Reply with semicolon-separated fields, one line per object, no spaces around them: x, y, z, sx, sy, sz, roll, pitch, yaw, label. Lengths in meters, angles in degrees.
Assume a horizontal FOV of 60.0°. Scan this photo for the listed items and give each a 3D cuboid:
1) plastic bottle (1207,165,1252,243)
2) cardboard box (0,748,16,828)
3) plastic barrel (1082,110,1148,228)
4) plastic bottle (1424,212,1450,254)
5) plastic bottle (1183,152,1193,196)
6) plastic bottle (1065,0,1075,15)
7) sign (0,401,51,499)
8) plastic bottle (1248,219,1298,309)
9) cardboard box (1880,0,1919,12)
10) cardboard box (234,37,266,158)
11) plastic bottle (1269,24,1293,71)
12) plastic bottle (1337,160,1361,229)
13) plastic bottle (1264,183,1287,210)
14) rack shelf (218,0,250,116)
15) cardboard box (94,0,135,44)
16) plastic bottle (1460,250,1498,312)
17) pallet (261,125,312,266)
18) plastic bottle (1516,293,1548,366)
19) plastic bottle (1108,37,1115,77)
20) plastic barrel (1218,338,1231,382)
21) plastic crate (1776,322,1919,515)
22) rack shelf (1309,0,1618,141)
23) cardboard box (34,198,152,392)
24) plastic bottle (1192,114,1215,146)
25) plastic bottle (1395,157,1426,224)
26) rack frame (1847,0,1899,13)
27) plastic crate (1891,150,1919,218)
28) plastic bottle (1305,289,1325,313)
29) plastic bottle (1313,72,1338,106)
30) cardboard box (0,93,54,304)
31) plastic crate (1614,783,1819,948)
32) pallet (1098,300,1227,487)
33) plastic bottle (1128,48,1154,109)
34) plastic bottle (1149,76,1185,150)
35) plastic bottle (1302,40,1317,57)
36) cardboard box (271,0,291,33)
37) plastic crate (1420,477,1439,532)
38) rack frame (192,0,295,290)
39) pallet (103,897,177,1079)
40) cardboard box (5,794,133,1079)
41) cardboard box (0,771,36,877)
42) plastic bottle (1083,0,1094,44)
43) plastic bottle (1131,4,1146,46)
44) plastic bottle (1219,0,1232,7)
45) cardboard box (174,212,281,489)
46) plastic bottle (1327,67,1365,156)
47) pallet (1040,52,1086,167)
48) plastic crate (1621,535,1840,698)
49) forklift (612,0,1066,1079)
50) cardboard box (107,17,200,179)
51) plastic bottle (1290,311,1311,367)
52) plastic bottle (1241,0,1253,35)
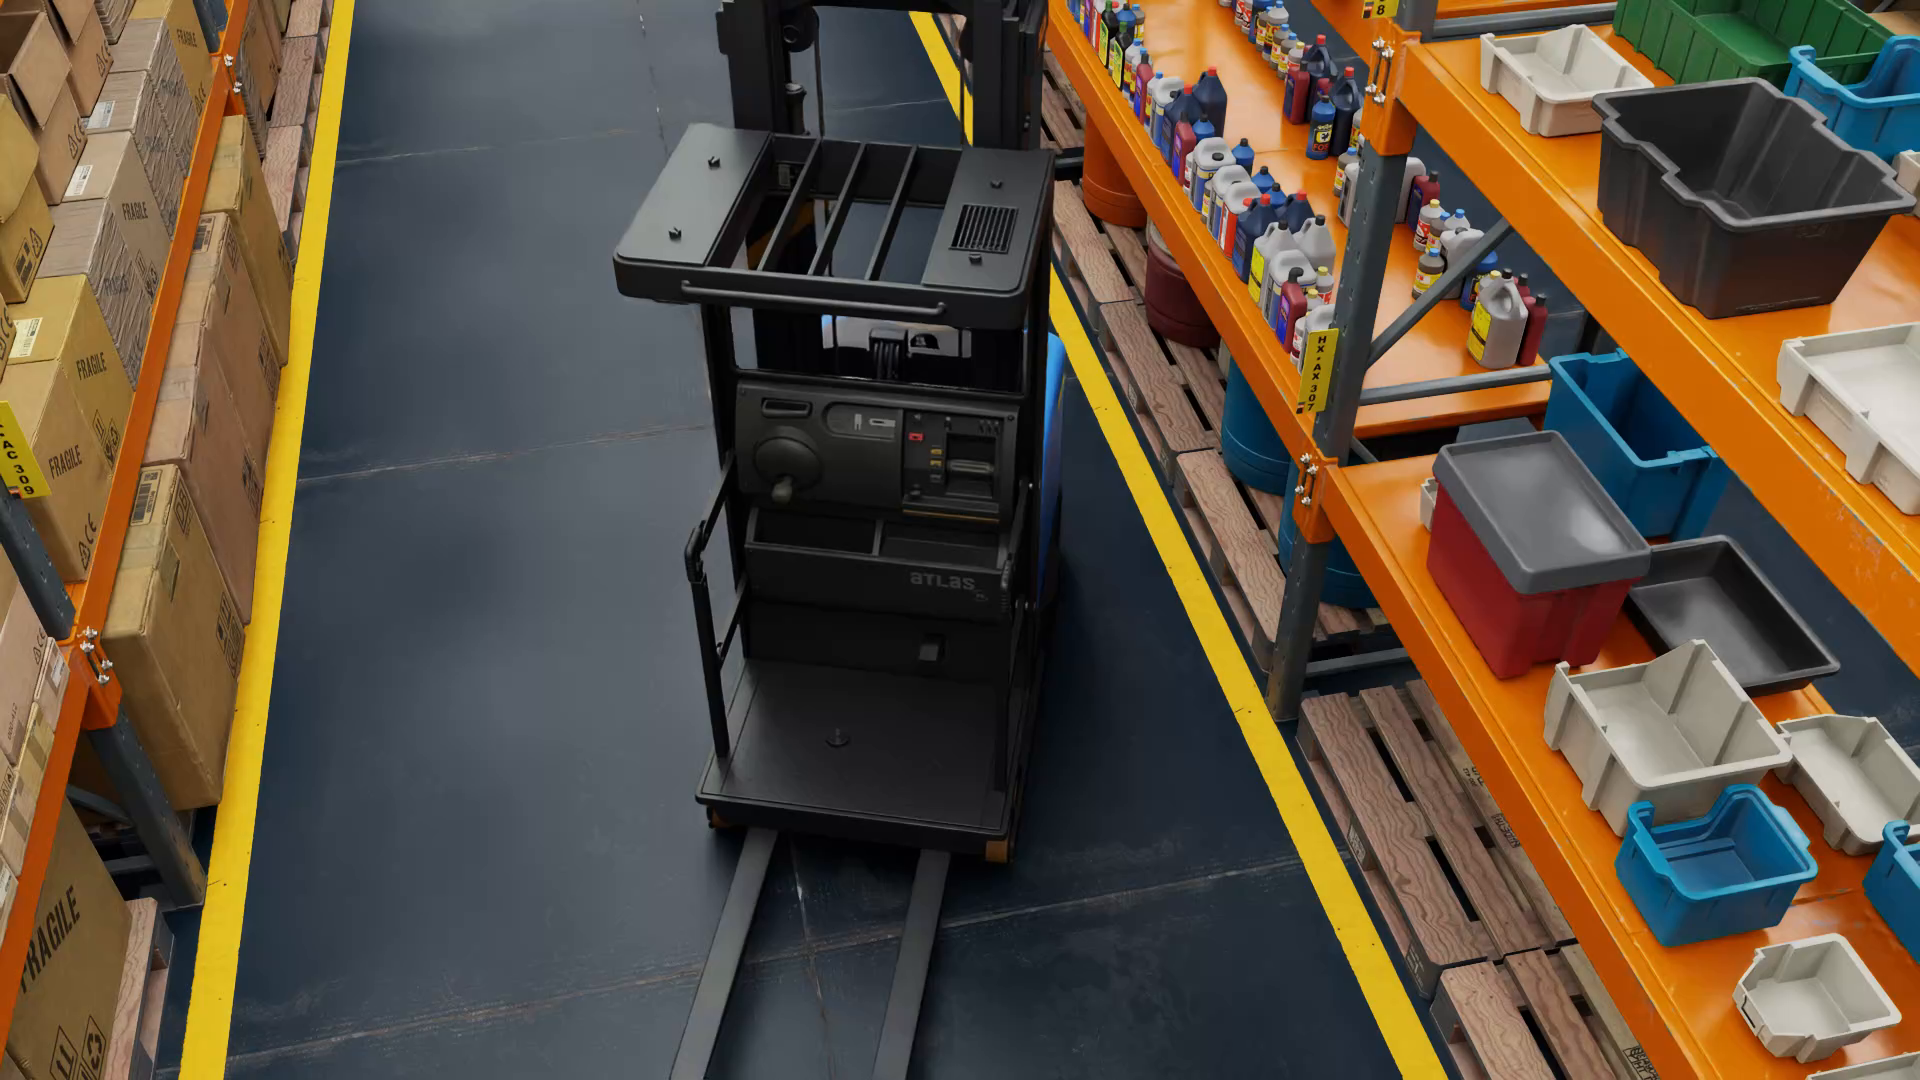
1.078;-1.333;6.585;0.152;0.276;0.135;-8;42;-9;plastic bottle
-2.675;0.719;4.069;0.500;0.250;0.500;-7;42;-8;cardboard box
0.955;-2.143;8.723;0.600;0.830;0.708;-8;42;-9;plastic barrel
1.870;-1.179;6.468;0.097;0.201;0.097;0;42;0;plastic bottle
0.976;-1.526;6.860;0.097;0.201;0.097;0;42;0;plastic bottle
0.610;-2.739;8.169;0.152;0.276;0.135;-8;42;-9;plastic bottle
-2.599;-0.243;4.553;0.100;0.325;0.005;-8;42;-9;sign
1.178;-1.049;6.210;0.144;0.351;0.185;-8;42;-9;plastic bottle
5.843;-3.539;10.310;0.500;0.311;0.500;-7;42;-8;cardboard box
-4.300;-2.421;9.269;0.700;0.500;0.500;-12;43;-13;cardboard box
1.498;-2.294;7.724;0.097;0.201;0.097;0;42;0;plastic bottle
1.619;-1.406;6.667;0.152;0.276;0.135;-8;42;-9;plastic bottle
1.225;-1.274;6.522;0.097;0.271;0.097;0;42;0;plastic bottle
-4.436;-3.429;9.396;1.077;0.370;4.000;-8;42;-9;rack shelf
-3.862;-2.338;6.794;0.797;0.503;0.637;-7;42;-8;cardboard box
1.941;-0.991;6.204;0.097;0.271;0.097;0;42;0;plastic bottle
-4.171;-1.866;9.193;1.003;0.211;1.213;-8;42;-9;pallet
2.033;-0.774;5.950;0.061;0.283;0.133;-8;42;-9;plastic bottle
0.737;-2.245;7.669;0.097;0.201;0.097;0;42;0;plastic bottle
1.407;-0.938;7.605;0.421;0.512;0.421;0;42;0;plastic barrel
1.871;-0.253;3.215;0.437;0.136;0.530;-8;42;-9;plastic crate
1.264;-2.668;6.279;1.077;0.370;4.000;-8;42;-9;rack shelf
-3.213;-0.831;5.851;0.500;0.500;0.500;-9;42;-10;cardboard box
1.007;-1.648;6.944;0.097;0.271;0.097;0;42;0;plastic bottle
1.768;-1.427;6.692;0.152;0.276;0.135;-8;42;-9;plastic bottle
5.670;-3.819;9.293;1.000;3.000;0.127;-8;42;-9;rack frame
2.342;-0.772;3.799;0.293;0.136;0.466;-8;42;-9;plastic crate
1.274;-0.820;6.064;0.097;0.201;0.097;0;42;0;plastic bottle
1.592;-1.911;7.231;0.061;0.283;0.133;-8;42;-9;plastic bottle
-3.423;-1.081;5.377;0.797;0.503;0.637;-8;42;-9;cardboard box
1.865;0.820;4.148;0.416;0.233;0.300;-8;42;-9;plastic crate
1.303;-0.775;7.964;1.003;0.211;1.213;-8;42;-9;pallet
0.808;-2.059;7.407;0.097;0.271;0.097;0;42;0;plastic bottle
0.909;-1.840;7.156;0.152;0.276;0.135;-8;42;-9;plastic bottle
1.583;-2.126;7.474;0.061;0.283;0.133;-8;42;-9;plastic bottle
-4.671;-3.512;10.498;0.700;0.500;0.500;-9;42;-10;cardboard box
1.657;-0.121;5.280;0.396;0.136;0.243;-8;42;-9;plastic crate
-4.004;-2.402;7.696;1.000;3.000;0.127;-8;42;-9;rack frame
-3.053;1.738;5.133;1.003;0.211;1.213;-8;42;-9;pallet
-3.076;1.268;4.847;0.875;0.875;0.875;-8;42;-9;cardboard box
-2.644;0.769;4.314;0.380;0.149;0.250;-9;42;-10;cardboard box
0.636;-2.522;7.919;0.061;0.283;0.133;-8;42;-9;plastic bottle
0.828;-2.441;7.890;0.097;0.201;0.097;0;42;0;plastic bottle
1.343;-2.759;8.248;0.097;0.201;0.097;0;42;0;plastic bottle
-3.690;-0.735;7.103;1.225;0.875;0.875;-8;42;-9;cardboard box
1.645;-1.836;7.096;0.144;0.351;0.185;-8;42;-9;plastic bottle
0.703;-2.577;9.994;1.003;0.211;1.213;-8;42;-9;pallet
2.200;0.249;4.872;0.437;0.125;0.590;-8;42;-9;plastic crate
-0.307;-0.202;5.270;1.130;2.935;3.031;6;42;7;forklift
-3.553;-1.831;6.978;0.500;0.500;0.500;-9;42;-10;cardboard box
1.243;-0.725;5.957;0.097;0.201;0.097;0;42;0;plastic bottle
1.414;-2.546;8.009;0.097;0.201;0.097;0;42;0;plastic bottle
